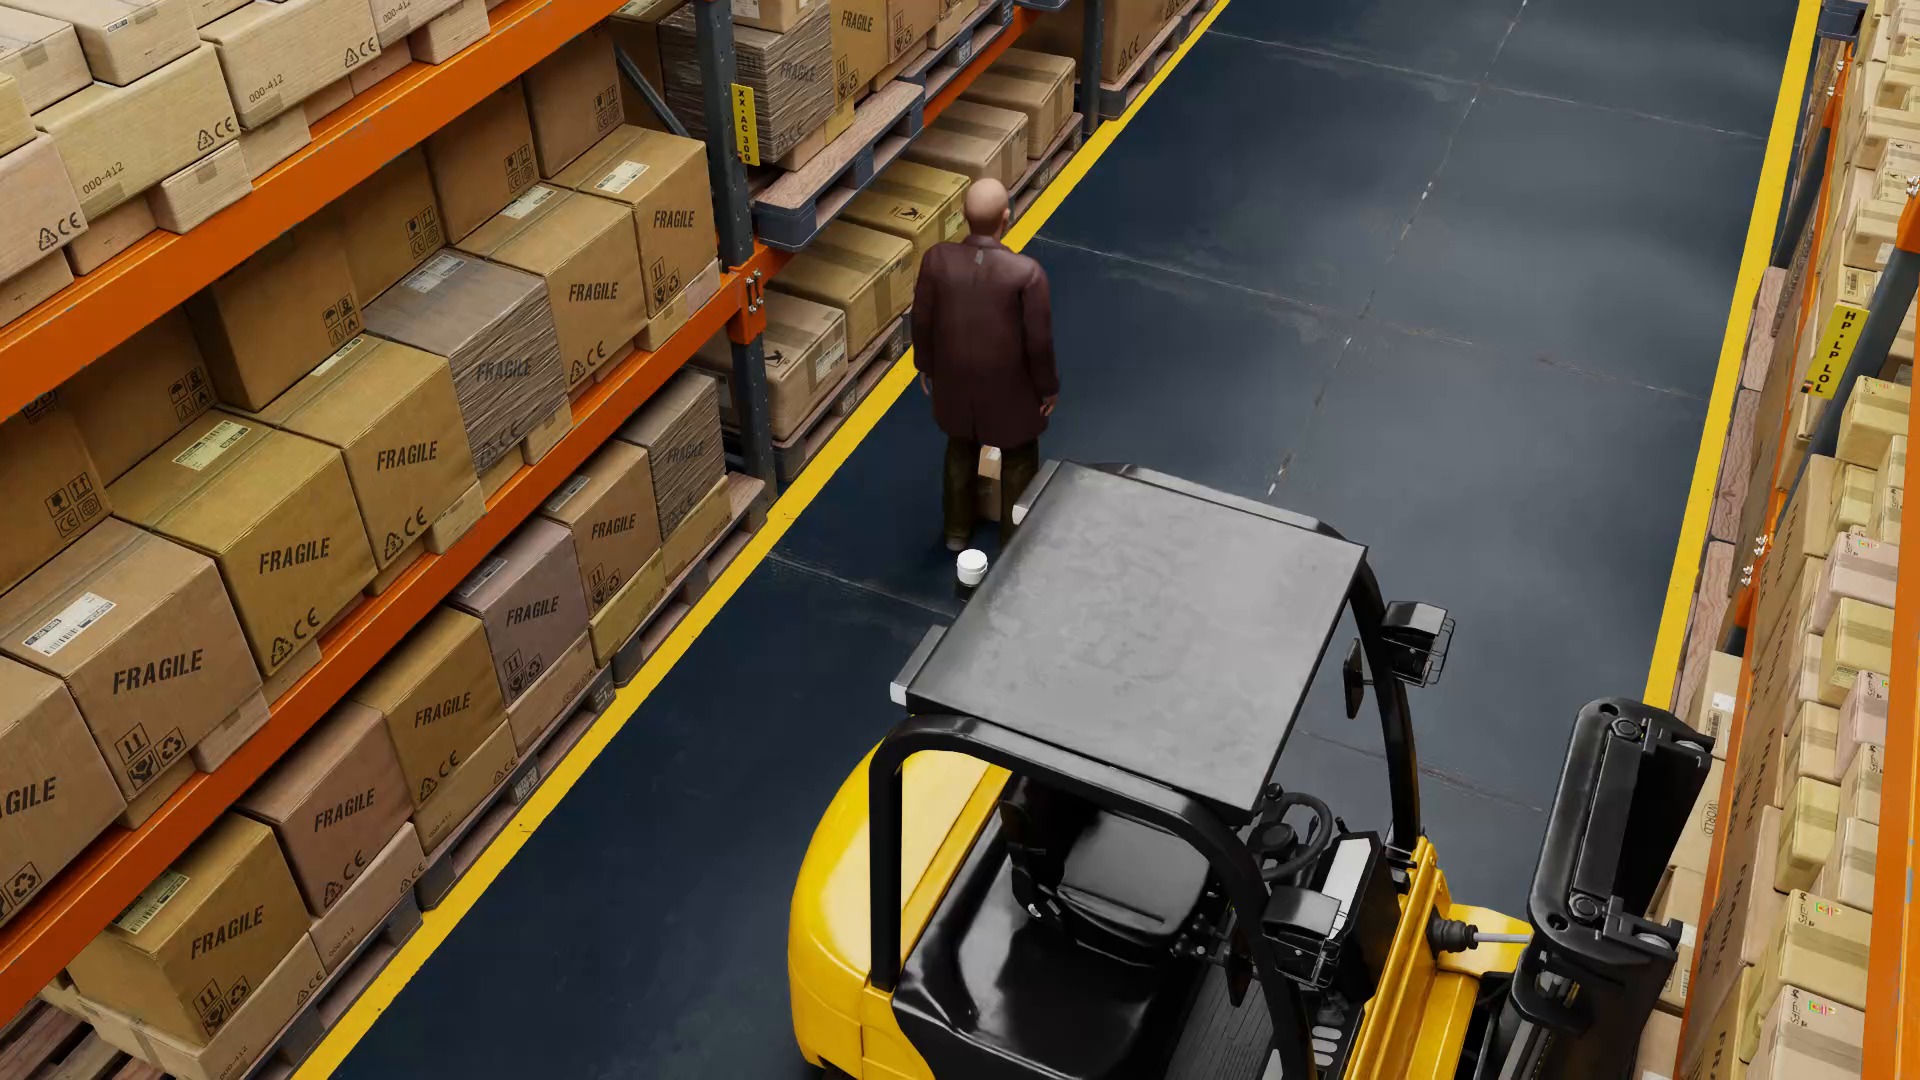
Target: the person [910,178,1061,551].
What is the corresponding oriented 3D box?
[{"bbox_3d":[0.111,-0.680,6.942,0.644,1.772,0.433,14,43,16],"label":"person"}]
